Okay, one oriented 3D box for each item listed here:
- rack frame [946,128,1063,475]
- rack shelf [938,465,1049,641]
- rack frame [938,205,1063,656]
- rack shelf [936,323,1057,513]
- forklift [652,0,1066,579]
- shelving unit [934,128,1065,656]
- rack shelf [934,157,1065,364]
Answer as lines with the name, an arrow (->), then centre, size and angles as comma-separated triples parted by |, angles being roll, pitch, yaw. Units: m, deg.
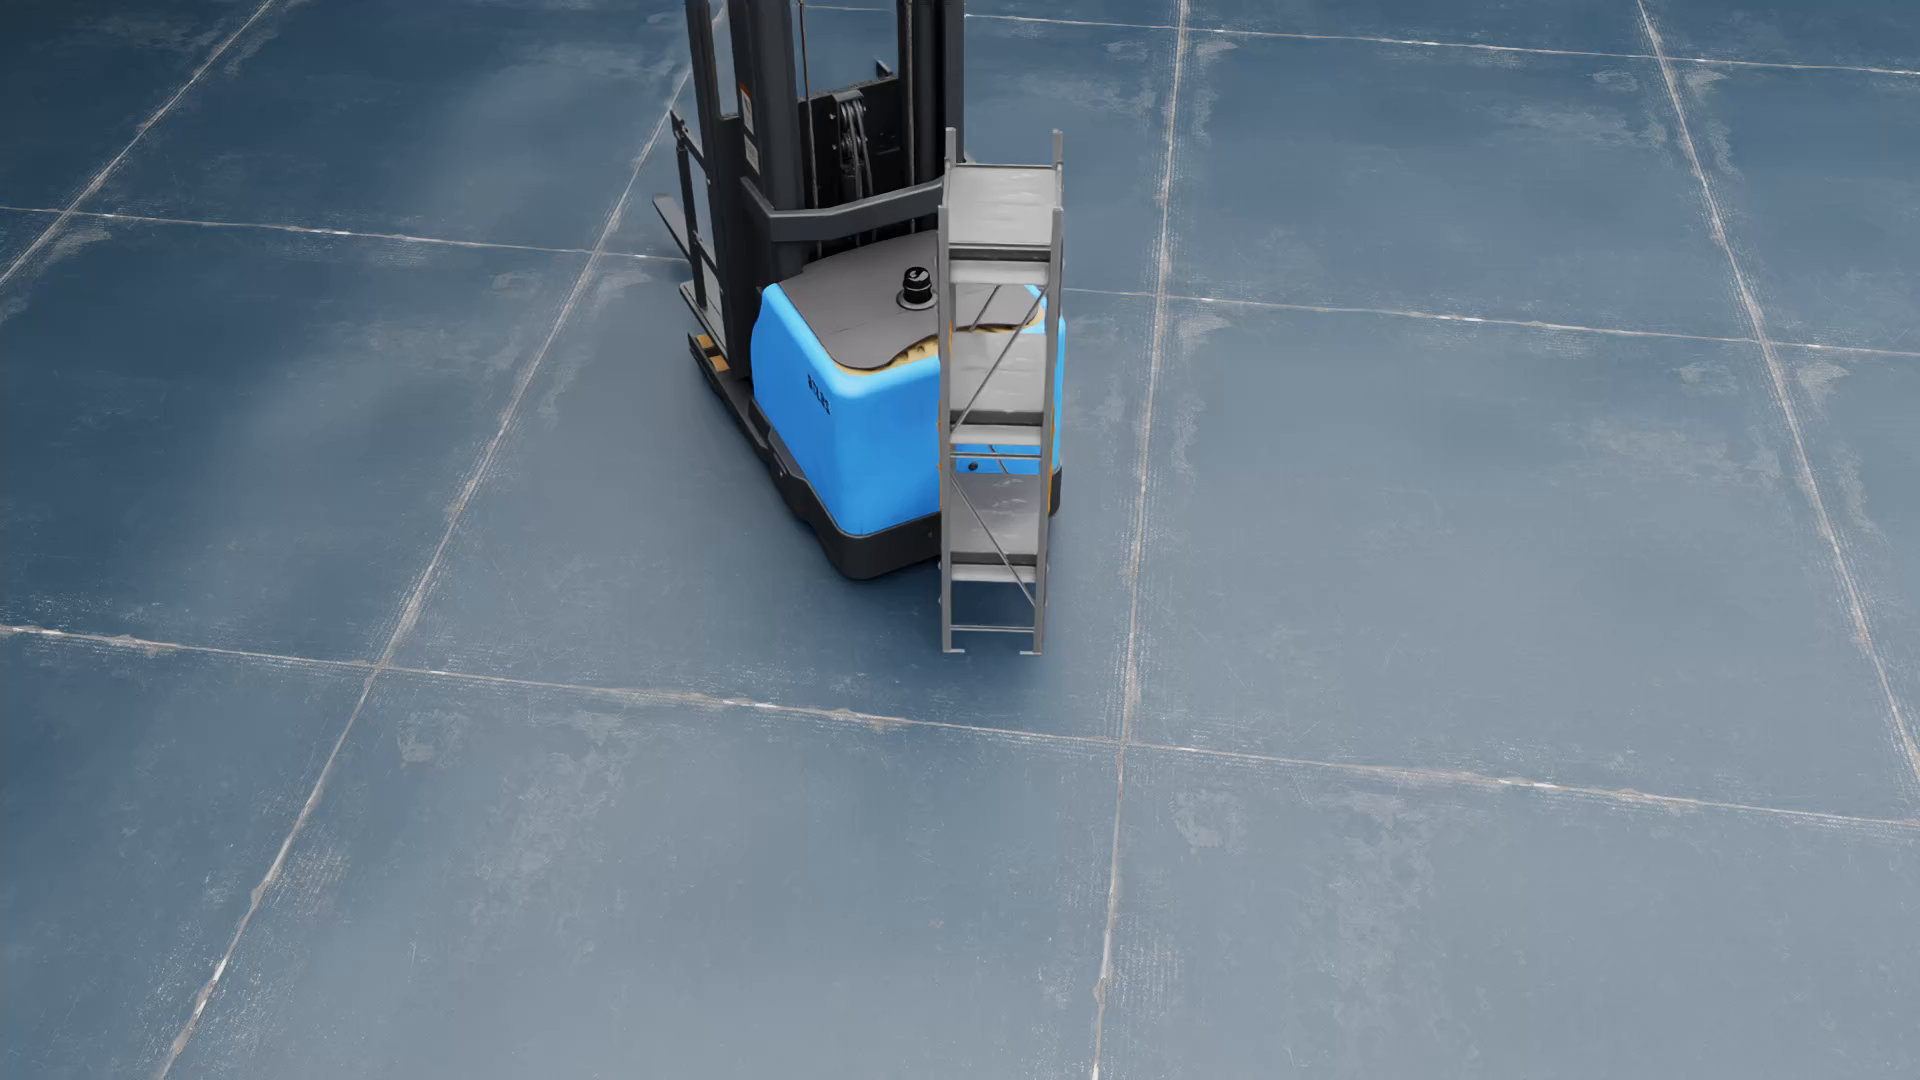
rack frame -> 0.151, -0.636, 6.395 | 0.400, 2.100, 0.015 | 2, 43, 2
rack shelf -> 0.141, 0.050, 6.708 | 0.431, 0.518, 0.480 | 2, 43, 2
rack frame -> 0.130, -0.301, 6.041 | 0.400, 2.100, 0.015 | 2, 43, 2
rack shelf -> 0.141, -0.459, 6.227 | 0.431, 0.518, 0.480 | 2, 43, 2
forklift -> -0.667, -1.915, 7.141 | 1.130, 2.935, 3.031 | -19, 47, -19
shelving unit -> 0.141, -0.468, 6.218 | 0.431, 2.100, 0.503 | 2, 43, 2
rack shelf -> 0.141, -0.967, 5.746 | 0.431, 0.518, 0.480 | 2, 43, 2
